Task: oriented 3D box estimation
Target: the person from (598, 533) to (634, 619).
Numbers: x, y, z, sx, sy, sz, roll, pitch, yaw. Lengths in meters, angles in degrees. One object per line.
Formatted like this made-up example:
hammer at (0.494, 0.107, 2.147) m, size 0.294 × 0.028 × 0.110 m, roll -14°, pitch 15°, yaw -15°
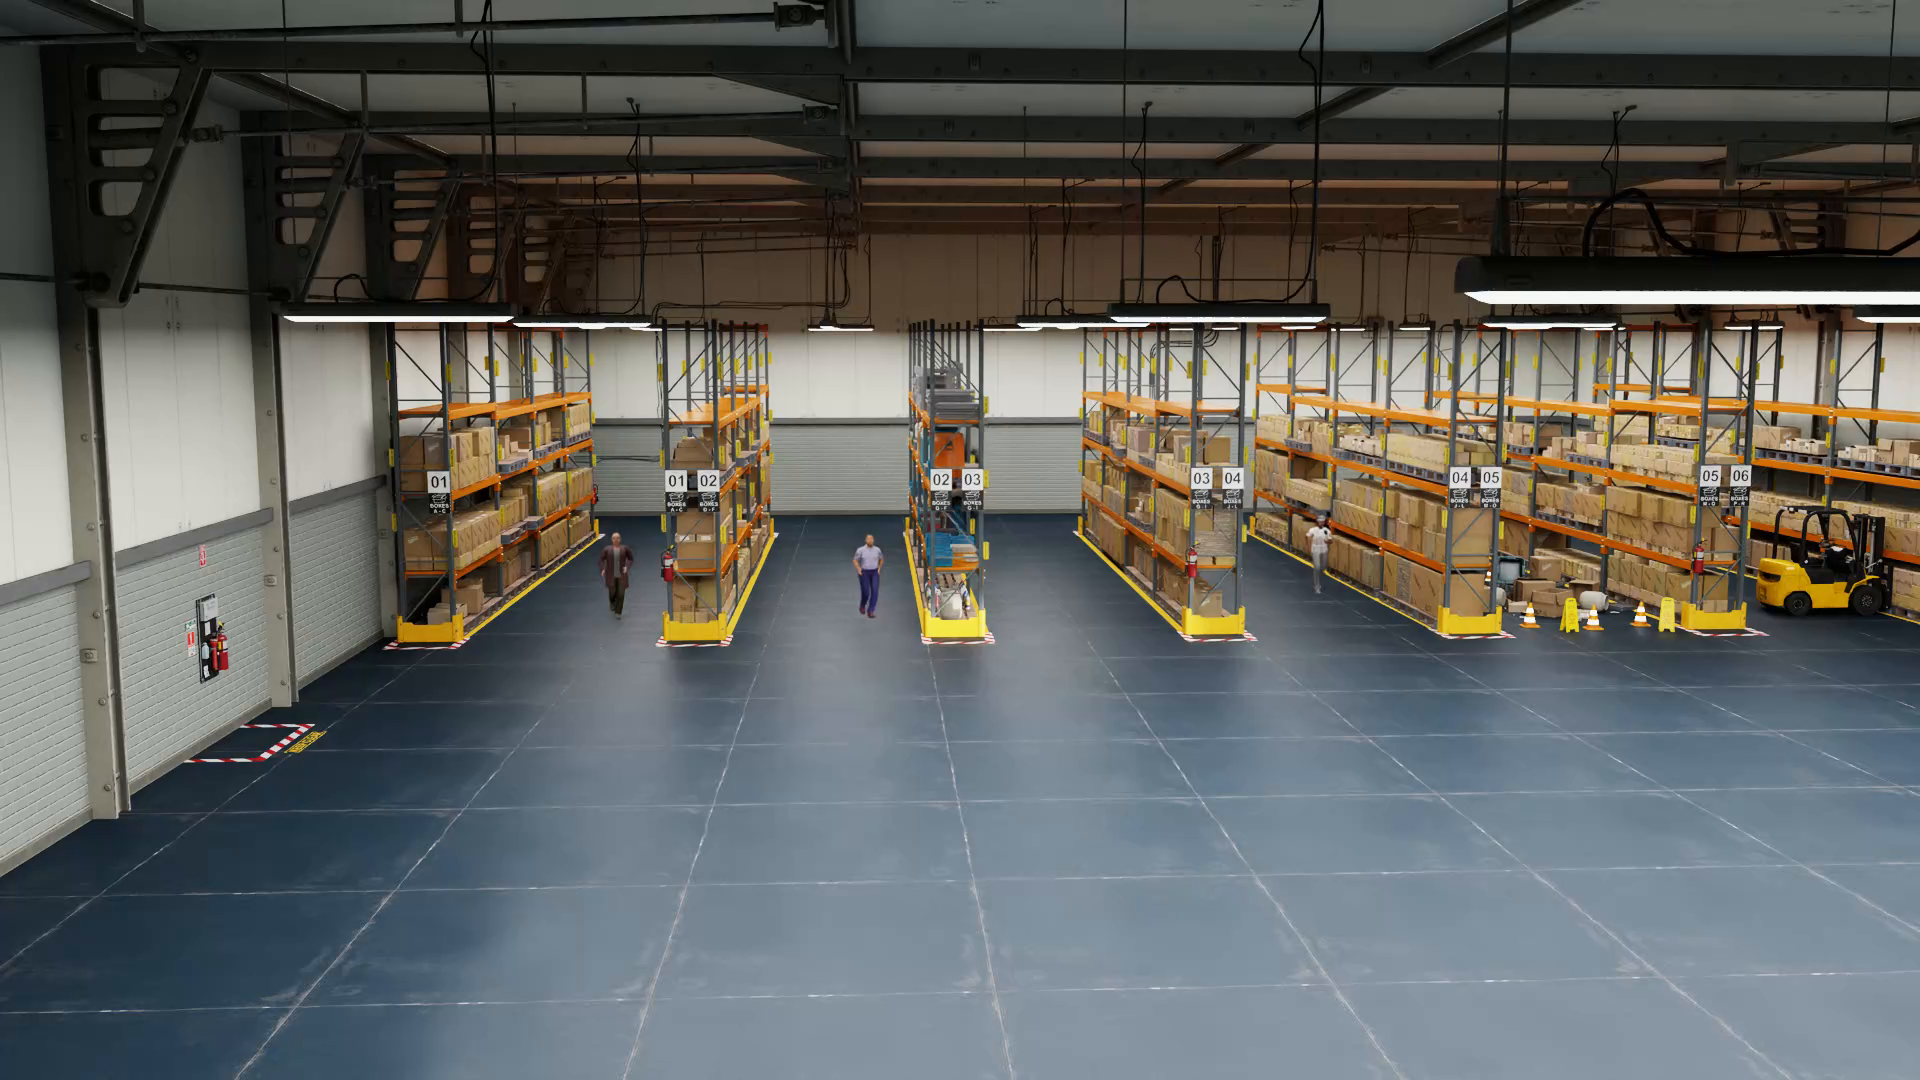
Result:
person at (-6.936, 0.723, 33.616) m, size 0.710 × 1.733 × 0.637 m, roll -2°, pitch 7°, yaw -13°

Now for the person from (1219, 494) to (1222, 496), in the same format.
person at (7.817, -1.165, 49.019) m, size 0.833 × 1.688 × 0.860 m, roll -1°, pitch 7°, yaw -8°

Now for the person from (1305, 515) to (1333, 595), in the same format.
person at (8.000, 0.315, 37.019) m, size 0.549 × 1.753 × 0.752 m, roll -1°, pitch 7°, yaw -6°

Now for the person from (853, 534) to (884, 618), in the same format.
person at (-1.736, 0.685, 32.083) m, size 0.600 × 1.604 × 0.553 m, roll -2°, pitch 7°, yaw -15°

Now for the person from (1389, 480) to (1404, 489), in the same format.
person at (12.895, -1.256, 49.517) m, size 0.668 × 1.783 × 0.737 m, roll 1°, pitch 7°, yaw 5°
